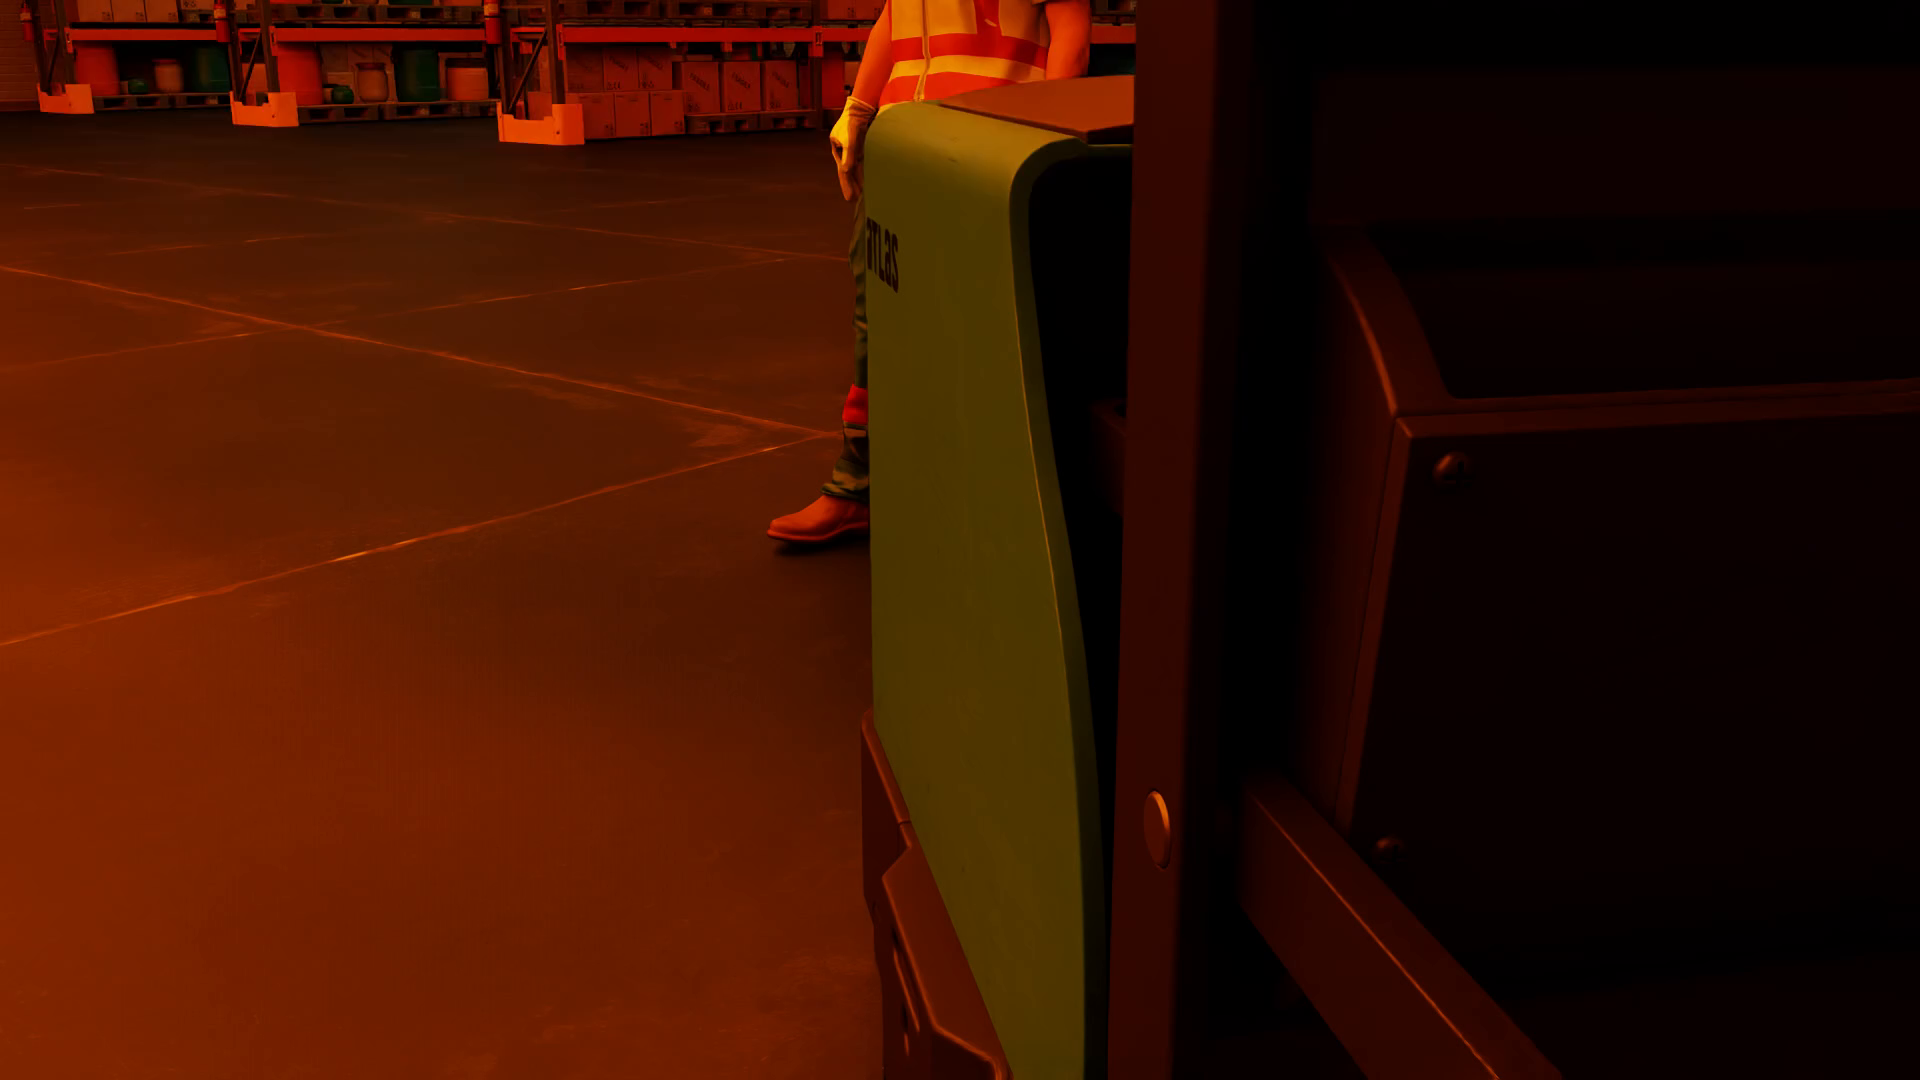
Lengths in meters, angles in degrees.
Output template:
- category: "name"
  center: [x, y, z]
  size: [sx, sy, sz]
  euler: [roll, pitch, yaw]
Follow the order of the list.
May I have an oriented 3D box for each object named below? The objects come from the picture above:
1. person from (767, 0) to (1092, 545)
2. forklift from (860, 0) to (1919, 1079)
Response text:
- category: "person"
  center: [-0.060, -0.847, 3.627]
  size: [0.638, 1.790, 0.561]
  euler: [13, 21, 37]
- category: "forklift"
  center: [0.680, -0.500, 0.543]
  size: [1.130, 2.935, 3.031]
  euler: [-3, 17, -11]
